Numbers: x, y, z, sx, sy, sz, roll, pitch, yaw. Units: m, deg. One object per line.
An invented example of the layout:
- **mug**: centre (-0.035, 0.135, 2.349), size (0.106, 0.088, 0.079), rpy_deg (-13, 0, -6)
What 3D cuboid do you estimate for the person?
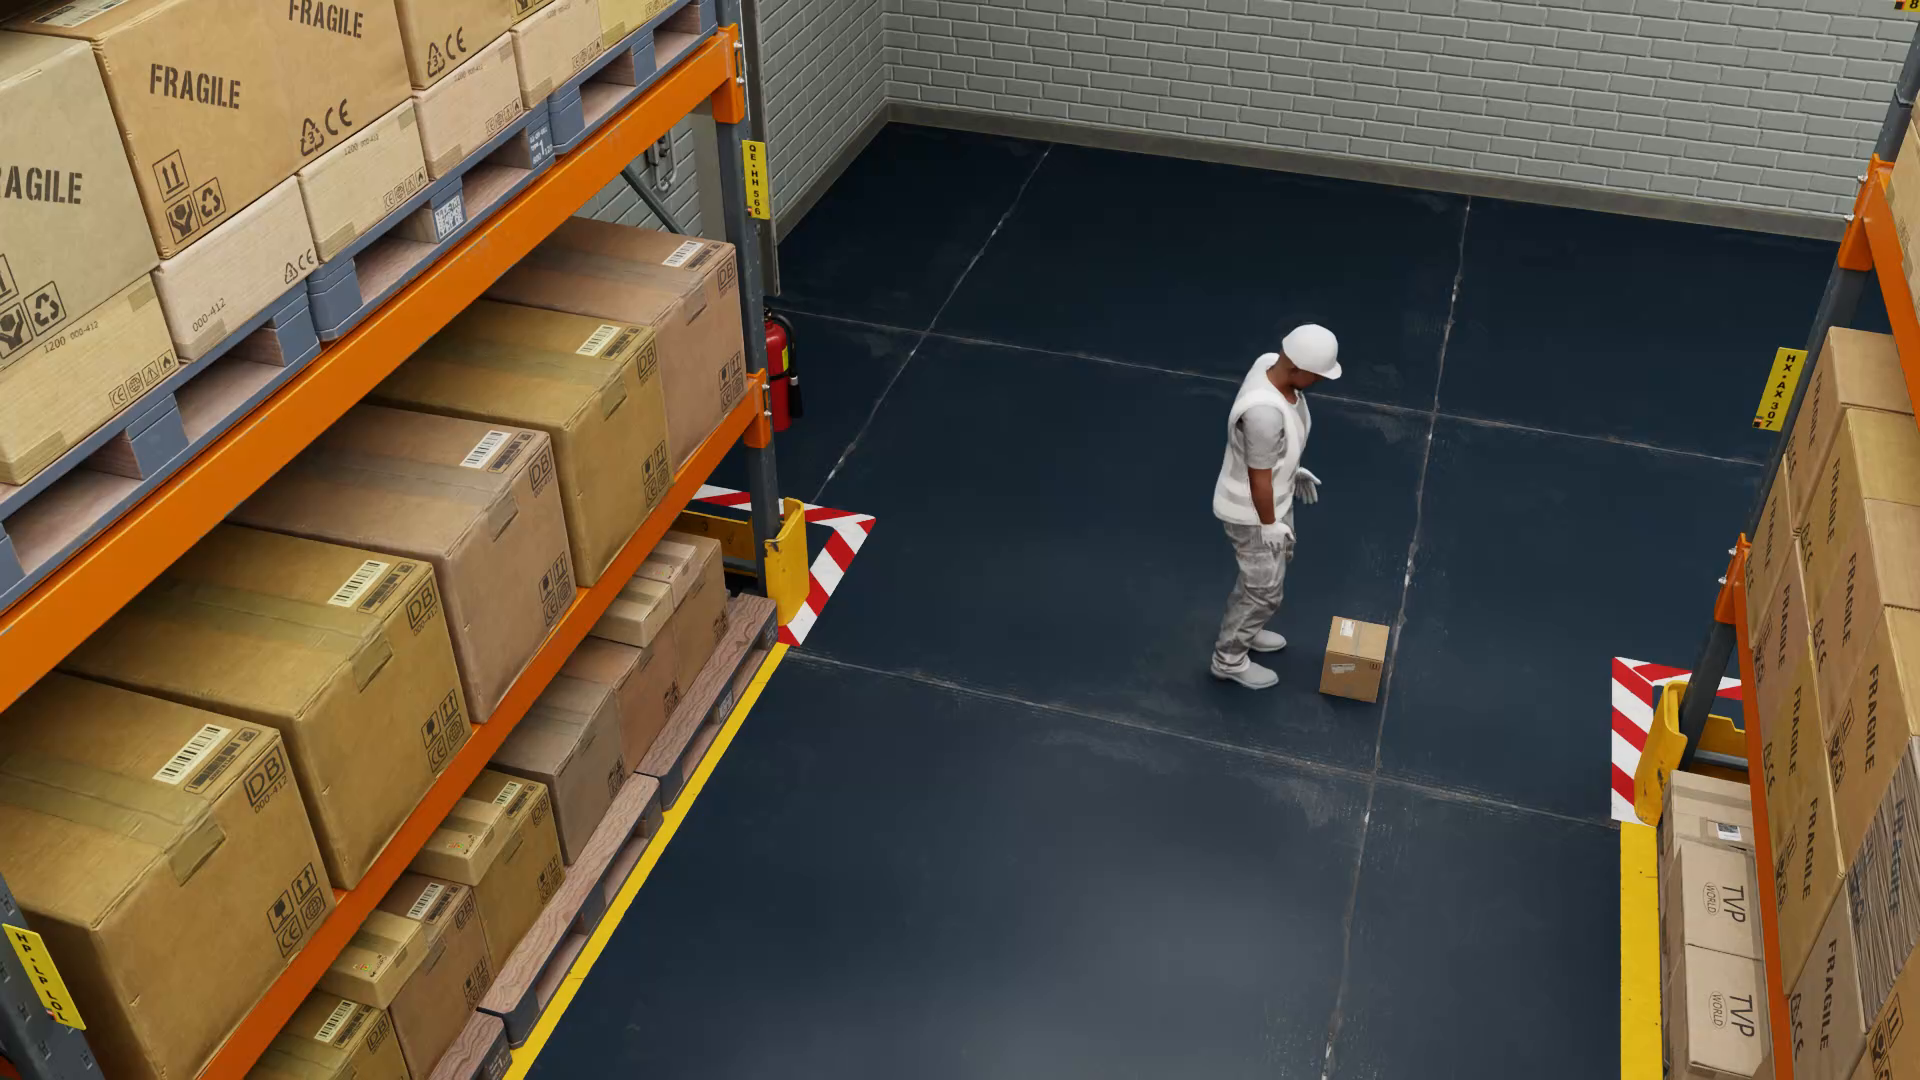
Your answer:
- **person**: centre (1.320, -0.167, 7.138), size (0.442, 1.741, 0.569), rpy_deg (12, 38, 15)
